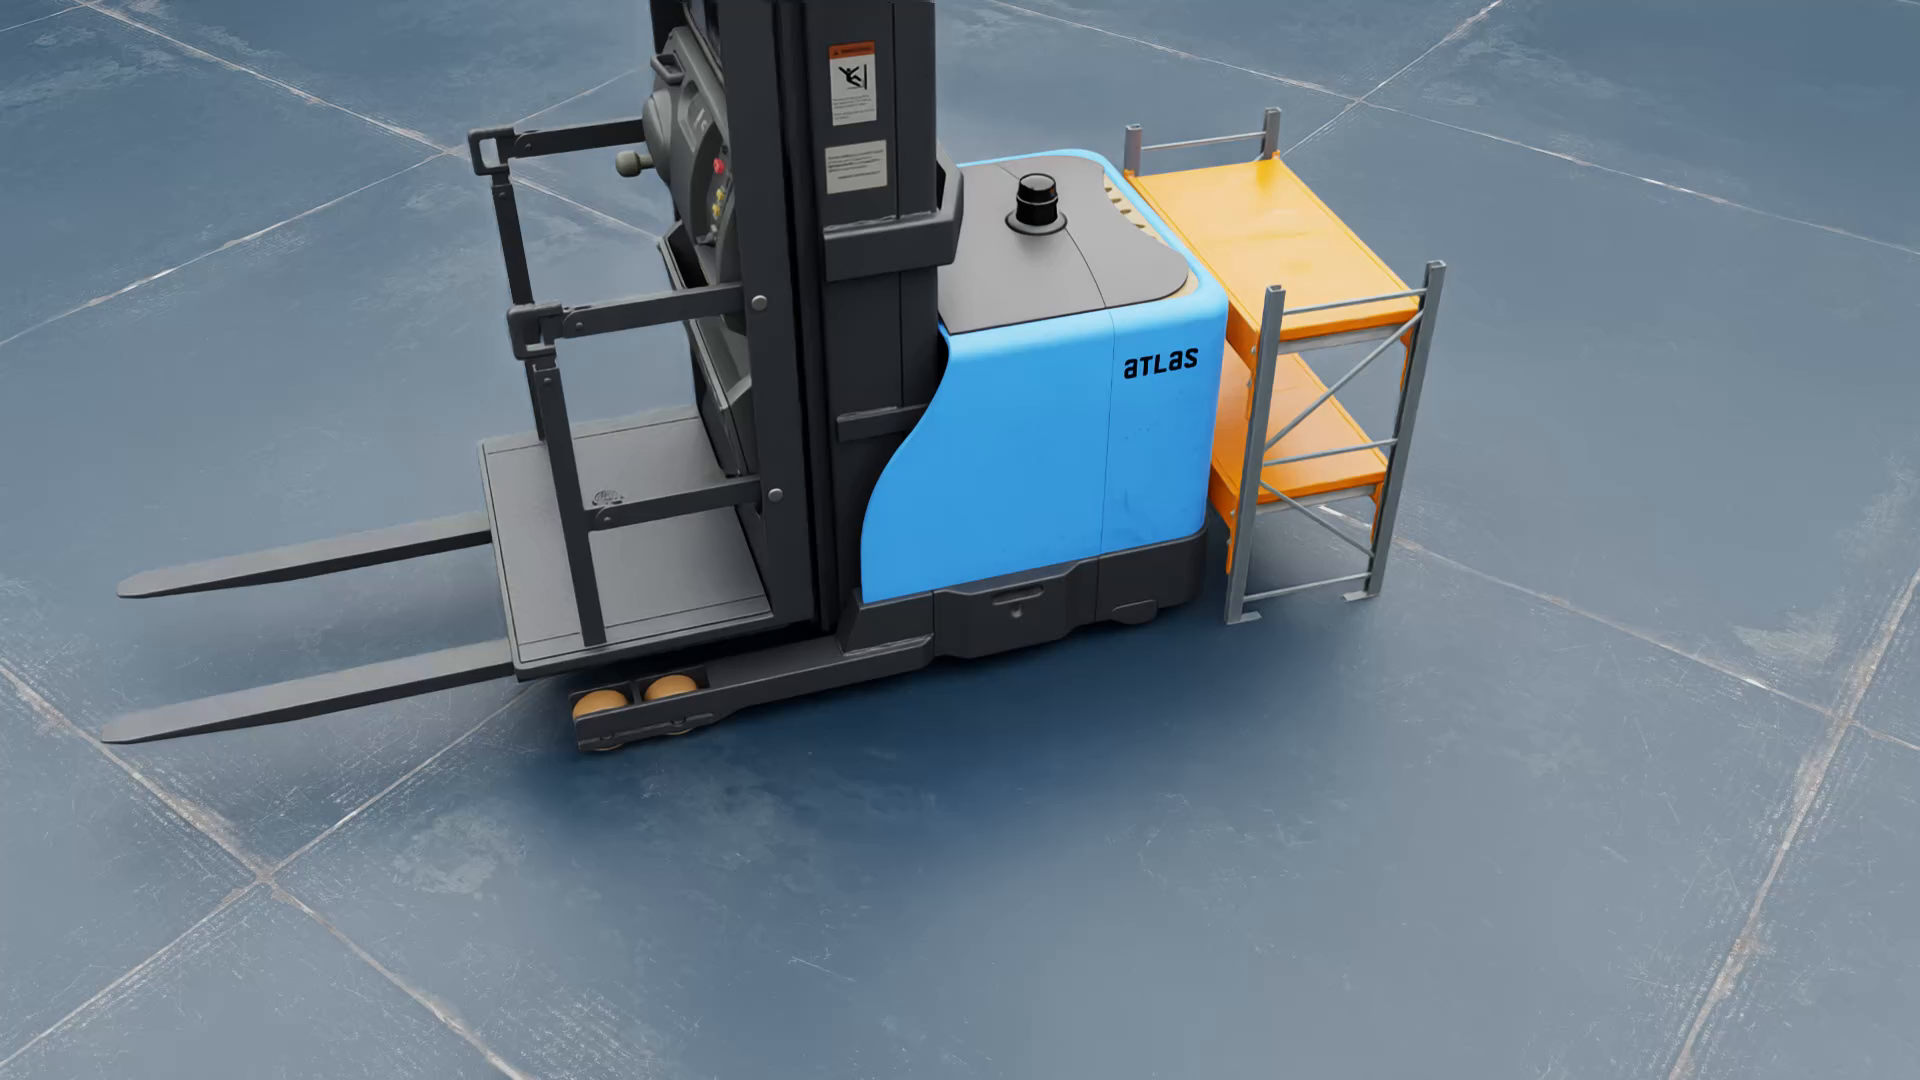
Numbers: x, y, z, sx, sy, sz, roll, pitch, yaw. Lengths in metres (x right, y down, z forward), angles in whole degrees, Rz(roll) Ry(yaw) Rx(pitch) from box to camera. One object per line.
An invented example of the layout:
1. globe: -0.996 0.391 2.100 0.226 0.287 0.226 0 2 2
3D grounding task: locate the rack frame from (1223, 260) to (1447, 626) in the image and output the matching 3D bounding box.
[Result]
1. rack frame: 1.027 -0.240 4.645 0.500 1.125 0.032 -10 39 -13

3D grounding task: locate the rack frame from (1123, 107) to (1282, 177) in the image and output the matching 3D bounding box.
1. rack frame: 0.745 -0.843 5.414 0.500 1.125 0.032 -10 39 -13

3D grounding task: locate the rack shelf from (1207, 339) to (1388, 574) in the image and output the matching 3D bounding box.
1. rack shelf: 0.886 -0.349 5.180 0.538 0.278 1.000 -10 39 -13

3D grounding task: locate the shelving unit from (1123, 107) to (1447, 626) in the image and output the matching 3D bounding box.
1. shelving unit: 0.886 -0.541 5.029 0.538 1.125 1.048 -10 39 -13

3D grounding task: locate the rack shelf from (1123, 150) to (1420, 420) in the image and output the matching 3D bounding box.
1. rack shelf: 0.886 -0.772 4.849 0.538 0.278 1.000 -10 39 -13

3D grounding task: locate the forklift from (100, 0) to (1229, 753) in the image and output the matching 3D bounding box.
1. forklift: -0.852 -0.948 4.083 3.031 2.935 1.130 -11 39 -14
